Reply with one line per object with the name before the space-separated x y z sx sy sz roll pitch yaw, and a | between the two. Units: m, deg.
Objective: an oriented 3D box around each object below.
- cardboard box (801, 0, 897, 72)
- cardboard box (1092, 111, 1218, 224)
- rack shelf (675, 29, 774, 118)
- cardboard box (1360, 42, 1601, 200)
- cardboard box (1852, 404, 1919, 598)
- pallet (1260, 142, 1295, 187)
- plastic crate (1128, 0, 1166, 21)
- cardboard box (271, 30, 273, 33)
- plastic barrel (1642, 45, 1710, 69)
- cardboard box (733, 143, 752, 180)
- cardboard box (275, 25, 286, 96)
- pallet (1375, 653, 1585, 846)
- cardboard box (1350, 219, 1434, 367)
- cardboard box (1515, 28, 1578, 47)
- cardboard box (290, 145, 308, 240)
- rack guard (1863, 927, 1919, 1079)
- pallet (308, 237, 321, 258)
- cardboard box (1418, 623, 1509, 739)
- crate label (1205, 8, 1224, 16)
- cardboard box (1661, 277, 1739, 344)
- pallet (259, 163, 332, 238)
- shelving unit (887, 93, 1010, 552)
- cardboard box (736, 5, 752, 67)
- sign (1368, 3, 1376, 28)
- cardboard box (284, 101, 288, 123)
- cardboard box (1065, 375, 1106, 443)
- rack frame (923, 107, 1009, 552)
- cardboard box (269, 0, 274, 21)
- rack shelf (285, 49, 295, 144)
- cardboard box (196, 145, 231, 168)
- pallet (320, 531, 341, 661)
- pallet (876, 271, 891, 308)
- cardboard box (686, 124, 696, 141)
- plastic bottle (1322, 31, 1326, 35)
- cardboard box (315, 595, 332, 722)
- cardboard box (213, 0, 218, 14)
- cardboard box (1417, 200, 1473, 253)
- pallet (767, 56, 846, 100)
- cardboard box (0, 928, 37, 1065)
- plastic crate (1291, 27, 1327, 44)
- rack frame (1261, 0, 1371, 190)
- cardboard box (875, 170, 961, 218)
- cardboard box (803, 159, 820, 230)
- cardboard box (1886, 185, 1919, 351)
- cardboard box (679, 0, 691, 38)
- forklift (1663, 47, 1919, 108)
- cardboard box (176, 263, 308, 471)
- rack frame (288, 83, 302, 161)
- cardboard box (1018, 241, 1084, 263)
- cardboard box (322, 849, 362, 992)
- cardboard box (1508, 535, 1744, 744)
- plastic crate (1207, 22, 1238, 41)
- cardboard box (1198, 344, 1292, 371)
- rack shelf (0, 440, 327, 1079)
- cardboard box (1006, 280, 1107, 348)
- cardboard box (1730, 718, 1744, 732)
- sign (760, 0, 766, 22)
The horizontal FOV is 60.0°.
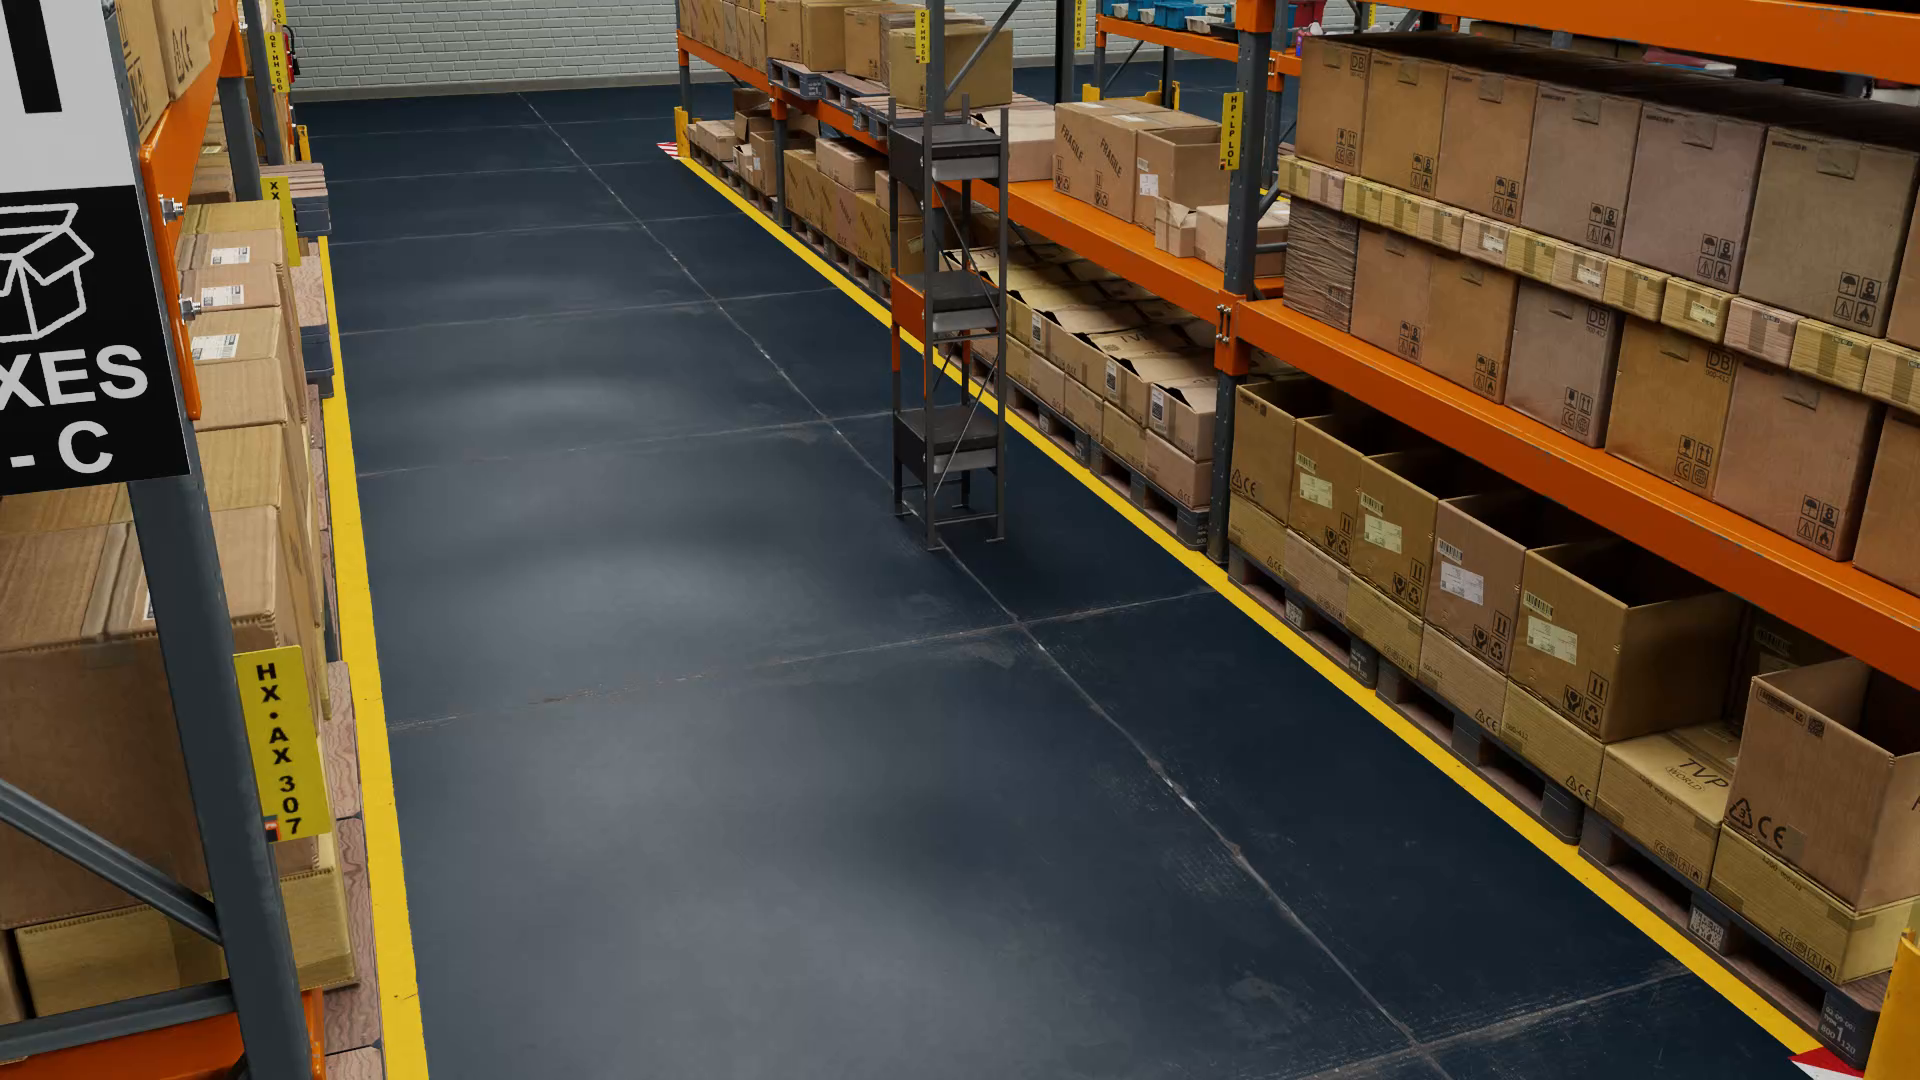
cardboard box | -0.885 -4.049 13.326 0.700 0.500 0.500 -5 23 -11
cardboard box | 1.062 -2.048 9.118 0.500 0.500 0.500 -8 24 -19
rack shelf | -1.852 -4.649 16.344 1.077 0.370 4.000 -8 24 -19
cardboard box | 2.023 -1.647 6.497 0.700 0.500 0.500 -8 24 -19
cardboard box | 2.941 -0.111 4.523 0.700 0.500 0.500 -8 24 -19
pallet | 3.194 -3.909 17.253 1.003 0.211 1.213 -8 24 -19
plastic crate | 2.089 -5.962 18.671 0.416 0.233 0.300 -8 24 -19
cardboard box | -5.020 -3.264 11.595 0.500 0.500 0.500 -8 24 -19
plastic barrel | 5.350 -3.414 12.314 0.600 0.536 0.708 -8 24 -19
cardboard box | -1.877 -3.658 15.963 0.500 0.311 0.500 -8 24 -19
cardboard box | -5.955 -3.910 13.279 0.980 0.700 0.700 -8 24 -18
pallet | 2.357 0.677 6.373 1.003 0.211 1.213 -8 24 -19
cardboard box | 2.036 -1.042 6.731 0.700 0.500 0.500 -9 24 -20
cardboard box | 7.333 -5.727 20.171 0.875 0.875 0.875 -8 24 -19
cardboard box | -5.427 -2.557 12.683 0.750 0.750 0.750 -8 24 -18
rack guard | 3.102 1.267 4.600 1.175 0.500 0.348 -8 24 -19
pallet | -5.974 -2.575 14.087 1.003 0.211 1.213 -8 24 -19
cardboard box | 2.087 0.482 6.243 0.500 0.250 0.500 -8 24 -19
crate label | 2.745 -5.815 18.447 0.396 0.136 0.243 -8 24 -19
cardboard box | 2.416 -0.726 5.147 0.380 0.149 0.250 -8 24 -17
pallet | -4.014 -1.787 8.874 1.213 0.211 1.003 -8 24 -19
shelving unit | -0.058 -1.028 7.985 0.431 2.100 0.503 -8 24 -19
cardboard box | -1.745 -4.633 15.253 0.500 0.500 0.500 -8 24 -17
sign | 4.005 -5.134 16.214 0.100 0.325 0.005 -8 24 -19
cardboard box | -5.085 -3.106 12.054 0.380 0.149 0.250 -8 24 -19
cardboard box | 0.905 -0.754 9.177 0.500 0.250 0.500 -8 24 -18
rack frame | 0.028 -0.939 7.775 0.400 2.100 0.015 -8 24 -19
cardboard box | -5.374 -3.976 12.319 0.500 0.250 0.500 -8 24 -18
rack shelf | -6.485 -3.968 14.729 1.077 0.370 4.000 -8 24 -19
cardboard box | -3.291 -1.308 6.797 0.700 0.500 0.500 -6 24 -14
pallet | -3.229 0.336 7.180 1.003 0.211 1.213 -8 24 -19
pallet | 0.039 -1.792 12.230 1.003 0.211 1.213 -8 24 -19
cardboard box | -2.732 -4.397 17.924 0.380 0.149 0.250 -8 24 -19
plastic bottle | 3.360 -4.558 15.367 0.097 0.271 0.097 0 23 0
cardboard box | -1.786 0.254 3.953 0.500 0.250 0.500 -9 24 -20
cardboard box | -2.145 -1.572 4.102 0.500 0.500 0.500 -9 25 -21
cardboard box | 1.957 -1.197 6.264 0.380 0.149 0.250 -9 25 -21
pallet | -0.965 -3.860 13.793 1.003 0.211 1.213 -8 24 -19
cardboard box | -1.886 0.704 2.885 0.500 0.250 0.500 -8 24 -18
plastic crate | 3.459 -5.027 16.577 0.396 0.136 0.243 -8 24 -19
rack frame | 3.490 -4.932 16.090 1.000 3.000 0.127 -8 24 -19
cardboard box | -0.306 -2.524 12.064 0.500 0.250 0.500 -7 24 -17
cardboard box | -1.004 -2.903 13.928 0.500 0.500 0.500 -8 24 -18
cardboard box | 2.922 -0.728 4.316 0.700 0.500 0.500 -8 24 -19
cardboard box | -2.648 -5.556 17.441 0.500 0.500 0.500 -8 24 -18
forklift | 3.753 -1.330 7.633 1.130 2.935 3.031 -5 23 -12
cardboard box | -2.146 -0.457 4.675 0.500 0.500 0.500 -9 24 -21
rack frame | -7.191 -5.026 16.313 1.000 3.000 0.127 -8 24 -19
cardboard box | 0.683 -1.829 11.004 0.500 0.311 0.500 -8 24 -18
cardboard box | -2.113 0.992 4.686 0.700 0.500 0.500 -10 25 -22
cardboard box | 2.259 0.319 5.665 0.500 0.500 0.500 -8 24 -19
plastic crate | 2.843 -5.203 17.009 0.437 0.125 0.590 -8 24 -19
cardboard box | 1.596 -0.899 8.798 0.500 0.311 0.500 -9 24 -20
rack shelf | -2.246 0.392 4.384 1.077 0.370 4.000 -8 24 -19
cardboard box | 0.550 -1.379 9.938 0.500 0.311 0.500 -9 24 -20
cardboard box | 2.932 0.773 5.553 0.500 0.250 0.500 -8 24 -19
sign | -1.650 -4.576 14.129 0.100 0.325 0.005 -8 24 -19
